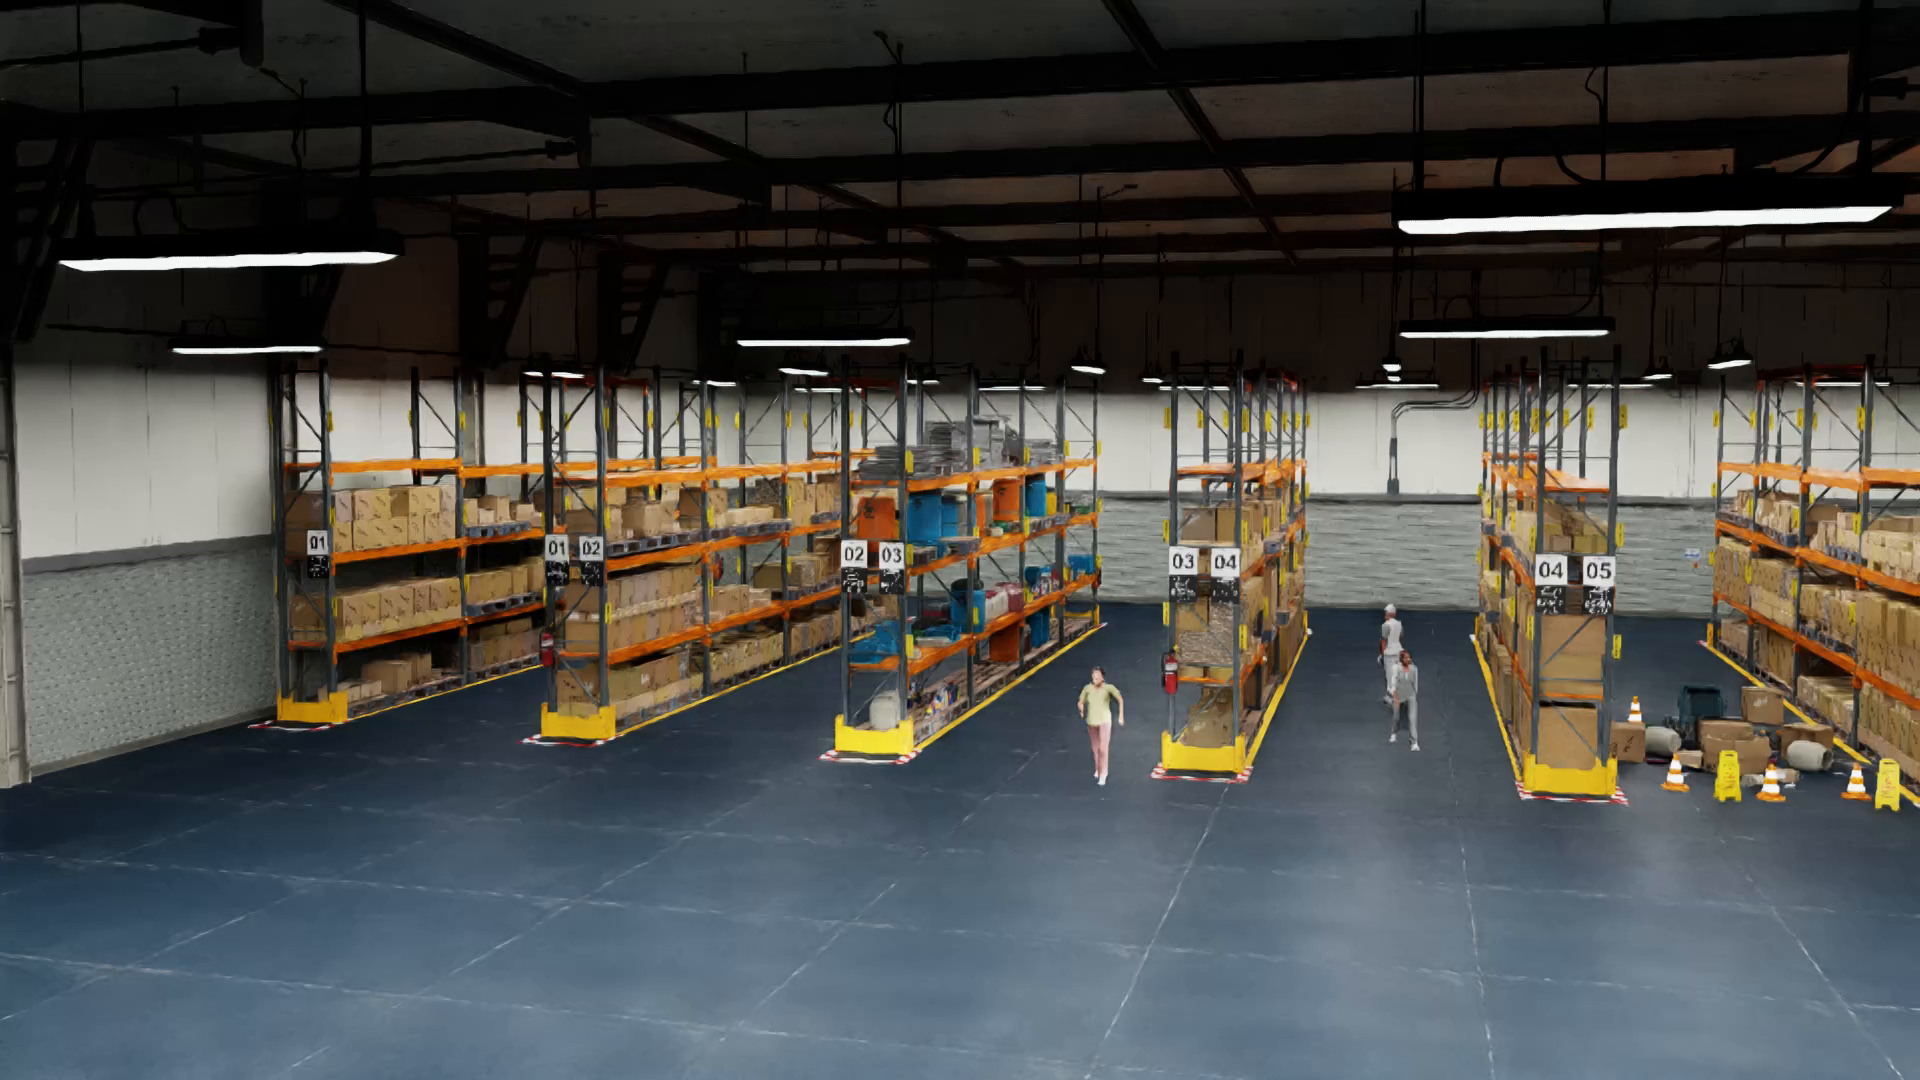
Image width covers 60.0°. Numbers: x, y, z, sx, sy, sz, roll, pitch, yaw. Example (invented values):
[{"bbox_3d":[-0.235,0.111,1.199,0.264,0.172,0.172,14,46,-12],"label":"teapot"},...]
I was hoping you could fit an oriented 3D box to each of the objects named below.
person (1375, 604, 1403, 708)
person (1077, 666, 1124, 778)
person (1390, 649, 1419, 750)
[{"bbox_3d":[7.489,2.006,29.049,0.577,1.785,0.655,4,6,43],"label":"person"},{"bbox_3d":[1.940,2.508,23.120,0.603,1.543,0.799,2,4,20],"label":"person"},{"bbox_3d":[6.778,2.401,25.379,0.440,1.516,1.016,0,4,5],"label":"person"}]
